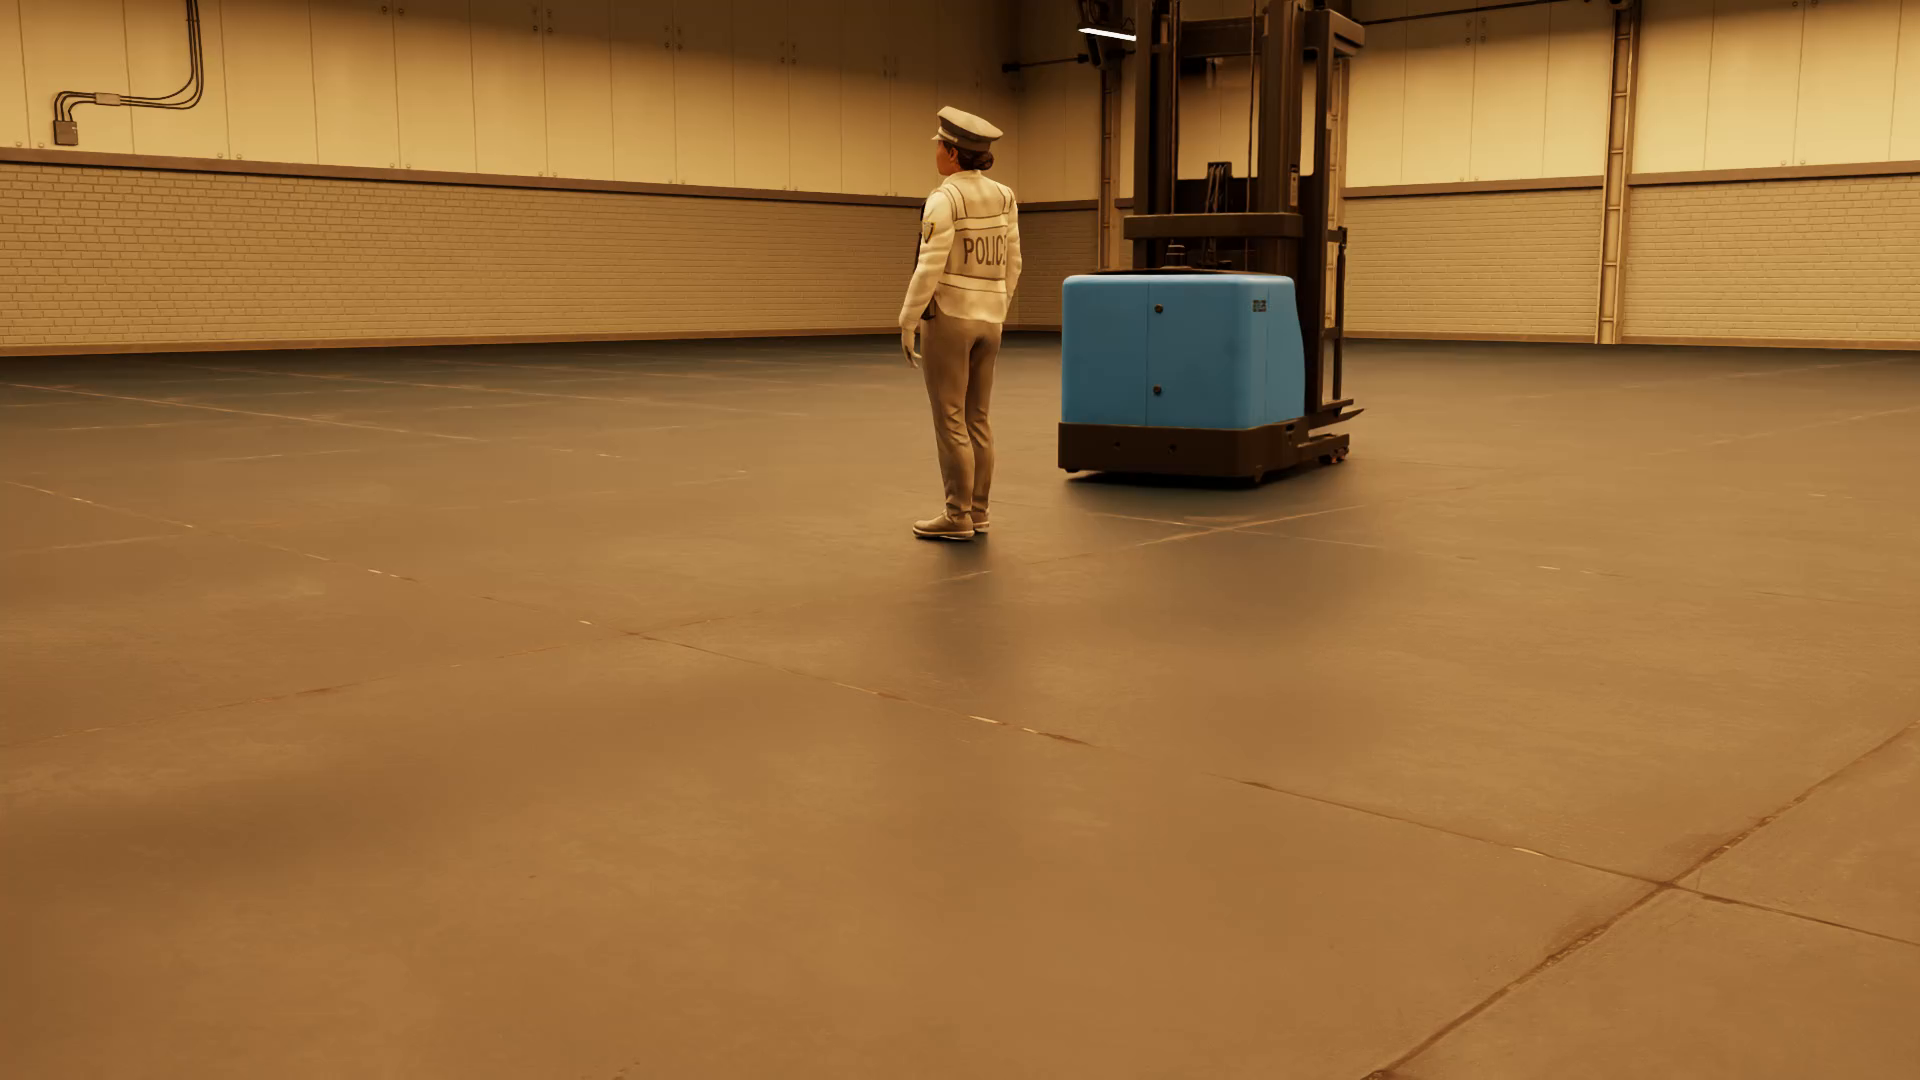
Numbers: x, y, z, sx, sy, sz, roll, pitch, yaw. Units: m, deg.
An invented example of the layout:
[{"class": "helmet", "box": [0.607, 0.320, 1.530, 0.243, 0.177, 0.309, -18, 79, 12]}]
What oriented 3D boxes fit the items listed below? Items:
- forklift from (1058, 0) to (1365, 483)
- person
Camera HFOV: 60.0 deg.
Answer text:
[{"class": "forklift", "box": [1.654, -1.918, 9.612, 1.130, 2.935, 3.031, 5, 10, 28]}, {"class": "person", "box": [-0.045, -0.853, 6.642, 0.531, 1.695, 0.587, 8, 12, 43]}]
